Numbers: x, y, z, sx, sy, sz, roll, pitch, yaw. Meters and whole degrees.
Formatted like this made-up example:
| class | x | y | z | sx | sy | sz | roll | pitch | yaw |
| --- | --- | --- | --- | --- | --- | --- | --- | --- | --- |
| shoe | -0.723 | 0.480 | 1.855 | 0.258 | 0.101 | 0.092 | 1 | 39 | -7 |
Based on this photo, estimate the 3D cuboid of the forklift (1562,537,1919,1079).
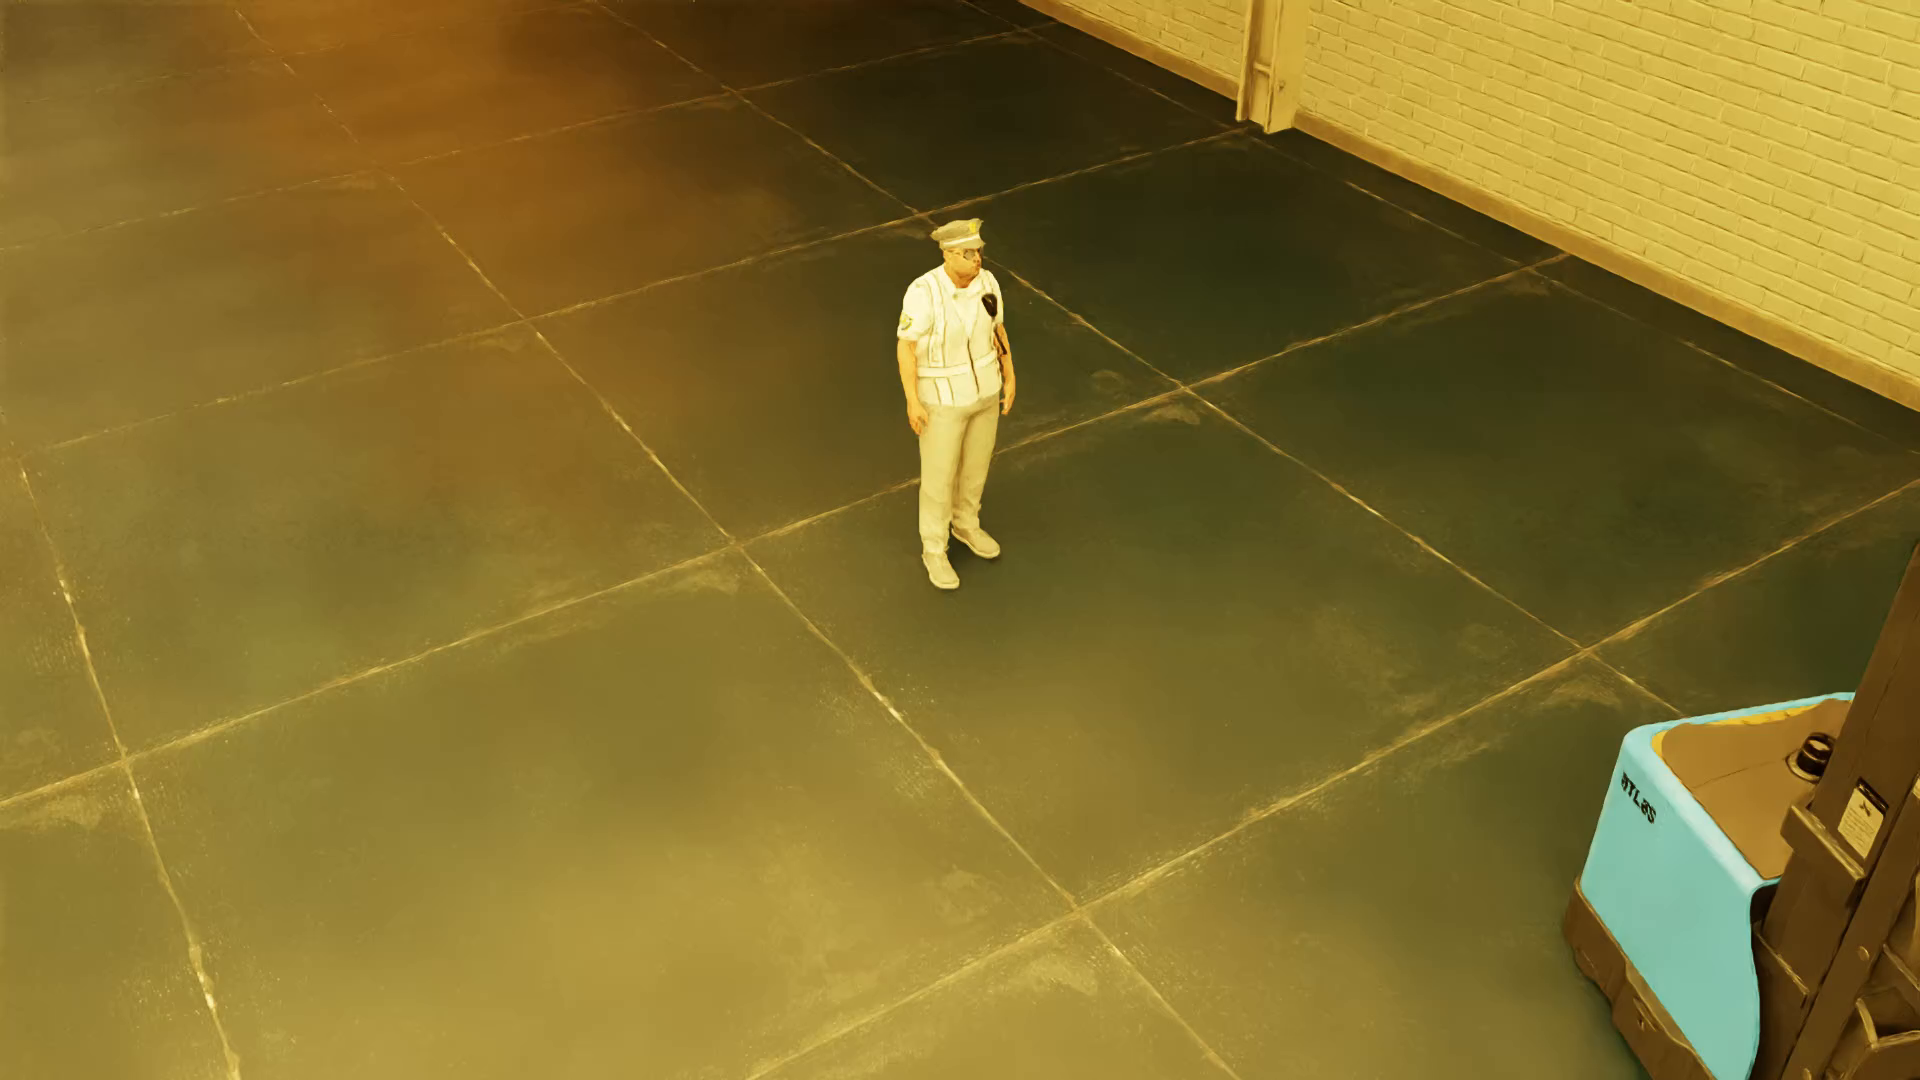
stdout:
| class | x | y | z | sx | sy | sz | roll | pitch | yaw |
| --- | --- | --- | --- | --- | --- | --- | --- | --- | --- |
| forklift | 3.160 | 1.107 | 4.571 | 1.130 | 2.935 | 3.031 | -8 | 36 | -11 |

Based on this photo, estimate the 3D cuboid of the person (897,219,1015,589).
| class | x | y | z | sx | sy | sz | roll | pitch | yaw |
| --- | --- | --- | --- | --- | --- | --- | --- | --- | --- |
| person | 0.033 | -0.693 | 8.122 | 0.640 | 1.778 | 0.574 | -21 | 40 | -27 |
